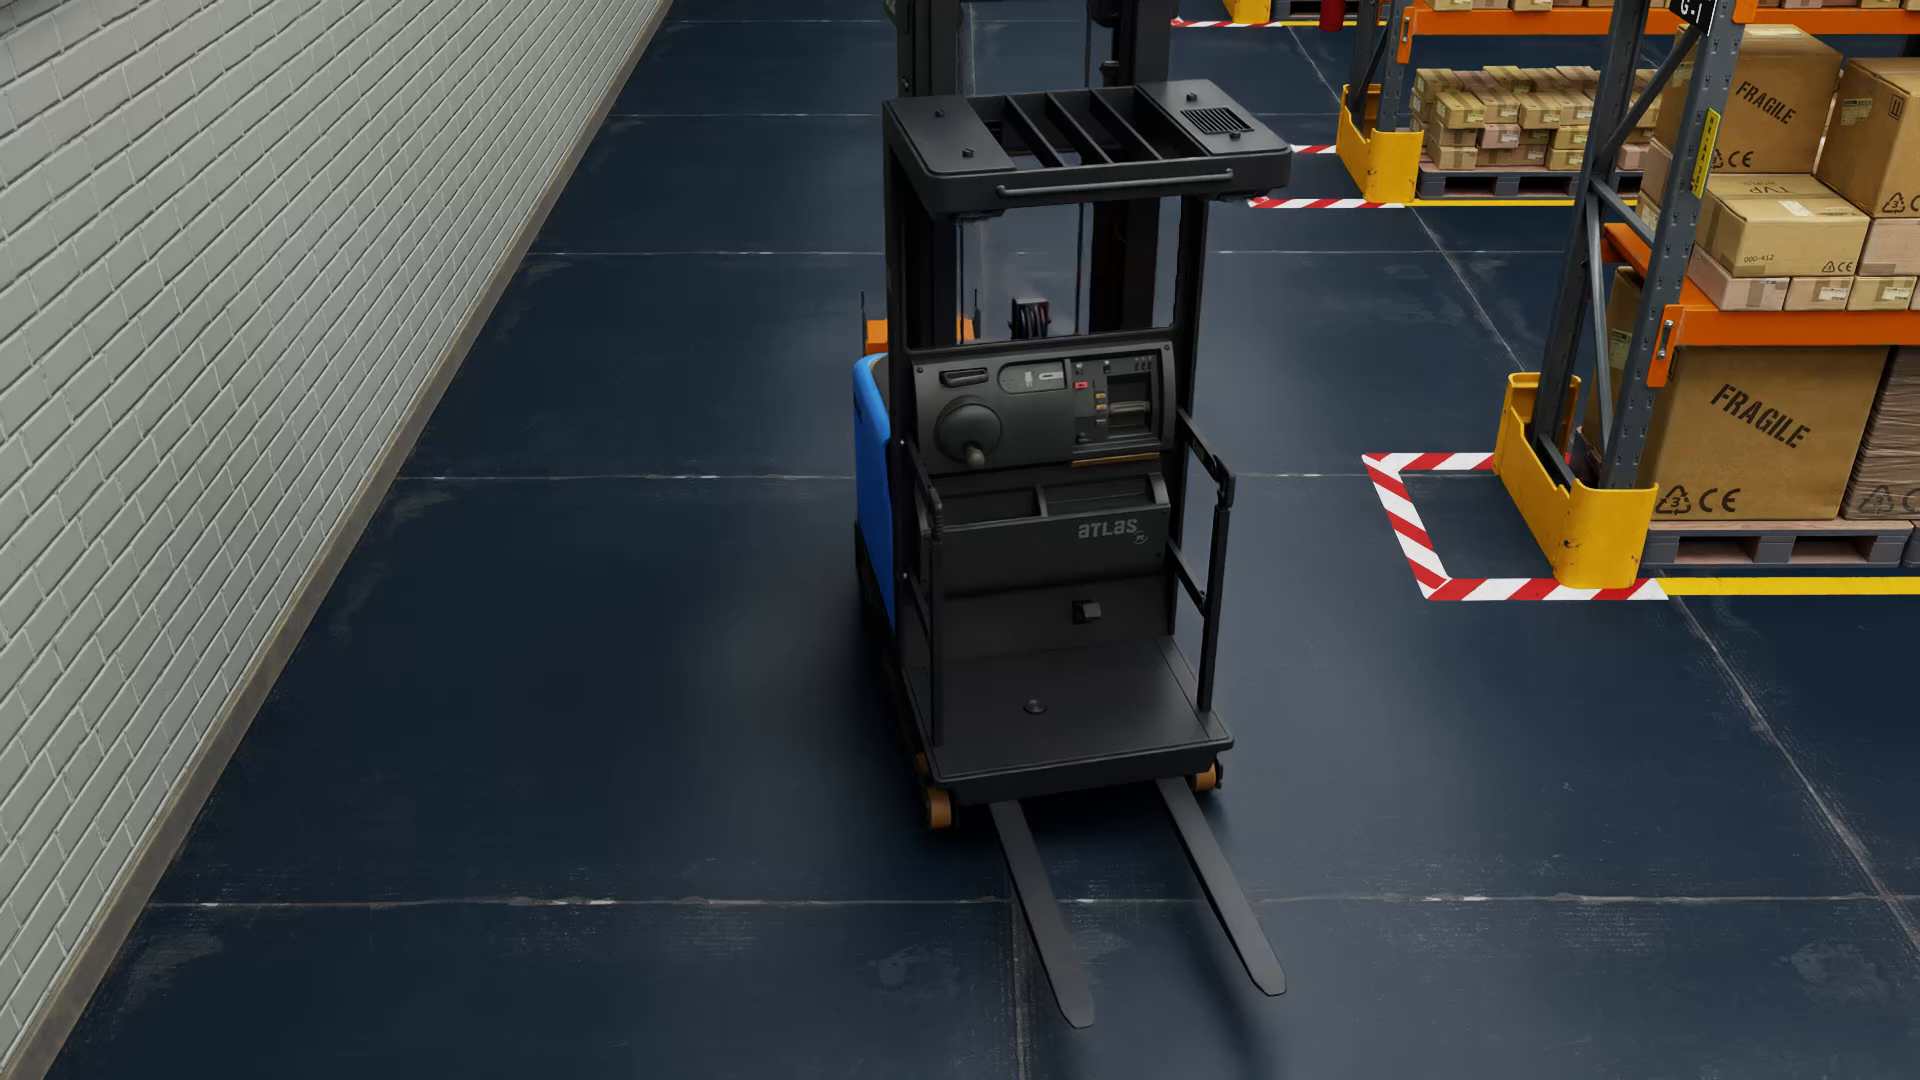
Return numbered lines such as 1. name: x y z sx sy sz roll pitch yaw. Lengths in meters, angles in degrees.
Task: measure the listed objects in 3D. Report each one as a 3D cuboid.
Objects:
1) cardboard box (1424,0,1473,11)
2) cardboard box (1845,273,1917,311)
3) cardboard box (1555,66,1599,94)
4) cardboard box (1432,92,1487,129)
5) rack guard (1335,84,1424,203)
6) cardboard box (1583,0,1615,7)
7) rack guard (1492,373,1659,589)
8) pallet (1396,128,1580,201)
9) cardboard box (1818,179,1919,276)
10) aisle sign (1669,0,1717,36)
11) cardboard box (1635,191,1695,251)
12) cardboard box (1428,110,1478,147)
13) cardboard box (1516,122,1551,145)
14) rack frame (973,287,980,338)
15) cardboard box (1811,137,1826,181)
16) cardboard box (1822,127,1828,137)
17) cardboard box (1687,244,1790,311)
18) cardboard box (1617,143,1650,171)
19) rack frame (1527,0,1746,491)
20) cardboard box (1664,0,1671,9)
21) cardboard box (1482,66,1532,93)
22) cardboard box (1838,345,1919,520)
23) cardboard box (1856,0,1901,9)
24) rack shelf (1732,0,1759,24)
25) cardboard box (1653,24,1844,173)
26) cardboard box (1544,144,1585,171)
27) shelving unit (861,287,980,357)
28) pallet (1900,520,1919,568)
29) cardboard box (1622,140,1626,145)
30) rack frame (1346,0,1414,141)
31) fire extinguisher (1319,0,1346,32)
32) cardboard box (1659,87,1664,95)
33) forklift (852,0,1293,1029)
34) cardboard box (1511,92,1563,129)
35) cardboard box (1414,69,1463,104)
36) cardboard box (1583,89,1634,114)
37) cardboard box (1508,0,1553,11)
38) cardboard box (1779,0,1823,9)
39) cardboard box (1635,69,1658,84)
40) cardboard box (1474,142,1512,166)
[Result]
1. cardboard box: 3.264 -3.666 11.142 0.250 0.149 0.380 0 31 -1
2. cardboard box: 3.736 -1.094 6.904 0.250 0.149 0.380 -1 31 -1
3. cardboard box: 4.503 -3.326 12.109 0.250 0.149 0.380 1 31 2
4. cardboard box: 3.464 -2.983 11.544 0.250 0.149 0.380 -2 31 -3
5. rack guard: 3.014 -2.874 12.004 0.348 0.500 1.175 0 31 0
6. cardboard box: 4.317 -3.721 11.233 0.250 0.149 0.380 0 31 -1
7. rack guard: 2.843 -0.300 7.763 0.348 0.500 1.175 0 31 0
8. pallet: 3.826 -2.734 12.053 1.213 0.211 1.003 0 31 0
9. cardboard box: 3.868 -1.299 6.856 0.500 0.250 0.500 -1 31 -1
10. aisle sign: 2.797 -2.325 6.183 0.004 0.787 0.394 0 31 0
11. cardboard box: 3.221 -1.434 7.463 0.250 0.149 0.380 0 31 1
12. cardboard box: 3.463 -2.898 11.692 0.250 0.149 0.380 1 31 2
13. cardboard box: 3.982 -2.917 11.722 0.250 0.149 0.380 0 31 0
14. rack frame: 0.071 -0.528 7.463 0.015 1.200 0.240 -2 31 -3
15. cardboard box: 3.857 -1.572 7.308 0.500 0.250 0.500 -1 31 -1
16. cardboard box: 6.086 -2.859 11.628 0.250 0.149 0.380 -1 31 -2
17. cardboard box: 3.224 -1.092 6.899 0.250 0.149 0.380 0 31 0
18. cardboard box: 4.734 -2.736 11.711 0.250 0.149 0.380 -2 31 -3
19. rack frame: 2.867 -1.369 7.115 0.127 3.000 1.000 0 31 0
20. cardboard box: 4.823 -3.697 11.194 0.250 0.149 0.380 1 31 2
21. cardboard box: 3.976 -3.328 12.113 0.250 0.149 0.380 -1 31 -1
22. cardboard box: 4.416 -0.687 7.633 0.875 0.875 0.875 0 31 0
23. cardboard box: 6.129 -3.698 11.195 0.250 0.149 0.380 1 31 2
24. rack shelf: 4.867 -2.350 6.533 4.000 0.370 1.077 0 31 0
25. cardboard box: 3.352 -1.890 7.109 0.500 0.500 0.500 0 31 0
26. cardboard box: 4.230 -2.730 11.701 0.250 0.149 0.380 0 31 0
27. shelving unit: -0.172 -0.520 7.450 0.503 1.200 0.258 -2 31 -3
28. pallet: 4.883 -0.222 7.913 1.213 0.211 1.003 0 31 0
29. cardboard box: 4.504 -2.911 11.713 0.250 0.149 0.380 -2 31 -3
30. rack frame: 2.938 -3.942 11.356 0.127 3.000 1.000 0 31 0
31. fire extinguisher: 2.683 -3.988 11.866 0.183 0.674 0.296 0 31 0
32. cardboard box: 5.031 -3.047 11.651 0.250 0.149 0.380 0 31 0
33. forklift: 0.347 -0.418 5.613 1.130 2.935 3.031 -6 32 -10
34. cardboard box: 3.992 -2.980 11.540 0.250 0.149 0.380 0 31 0
35. cardboard box: 3.466 -3.290 12.051 0.250 0.149 0.380 0 31 0
36. cardboard box: 4.516 -3.020 11.605 0.250 0.149 0.380 1 31 2
37. cardboard box: 3.787 -3.661 11.134 0.250 0.149 0.380 -1 31 -2
38. cardboard box: 5.600 -3.693 11.188 0.250 0.149 0.380 -1 31 -2
39. cardboard box: 5.029 -3.284 12.042 0.250 0.149 0.380 0 31 0
40. cardboard box: 3.725 -2.782 11.787 0.250 0.149 0.380 0 31 0
